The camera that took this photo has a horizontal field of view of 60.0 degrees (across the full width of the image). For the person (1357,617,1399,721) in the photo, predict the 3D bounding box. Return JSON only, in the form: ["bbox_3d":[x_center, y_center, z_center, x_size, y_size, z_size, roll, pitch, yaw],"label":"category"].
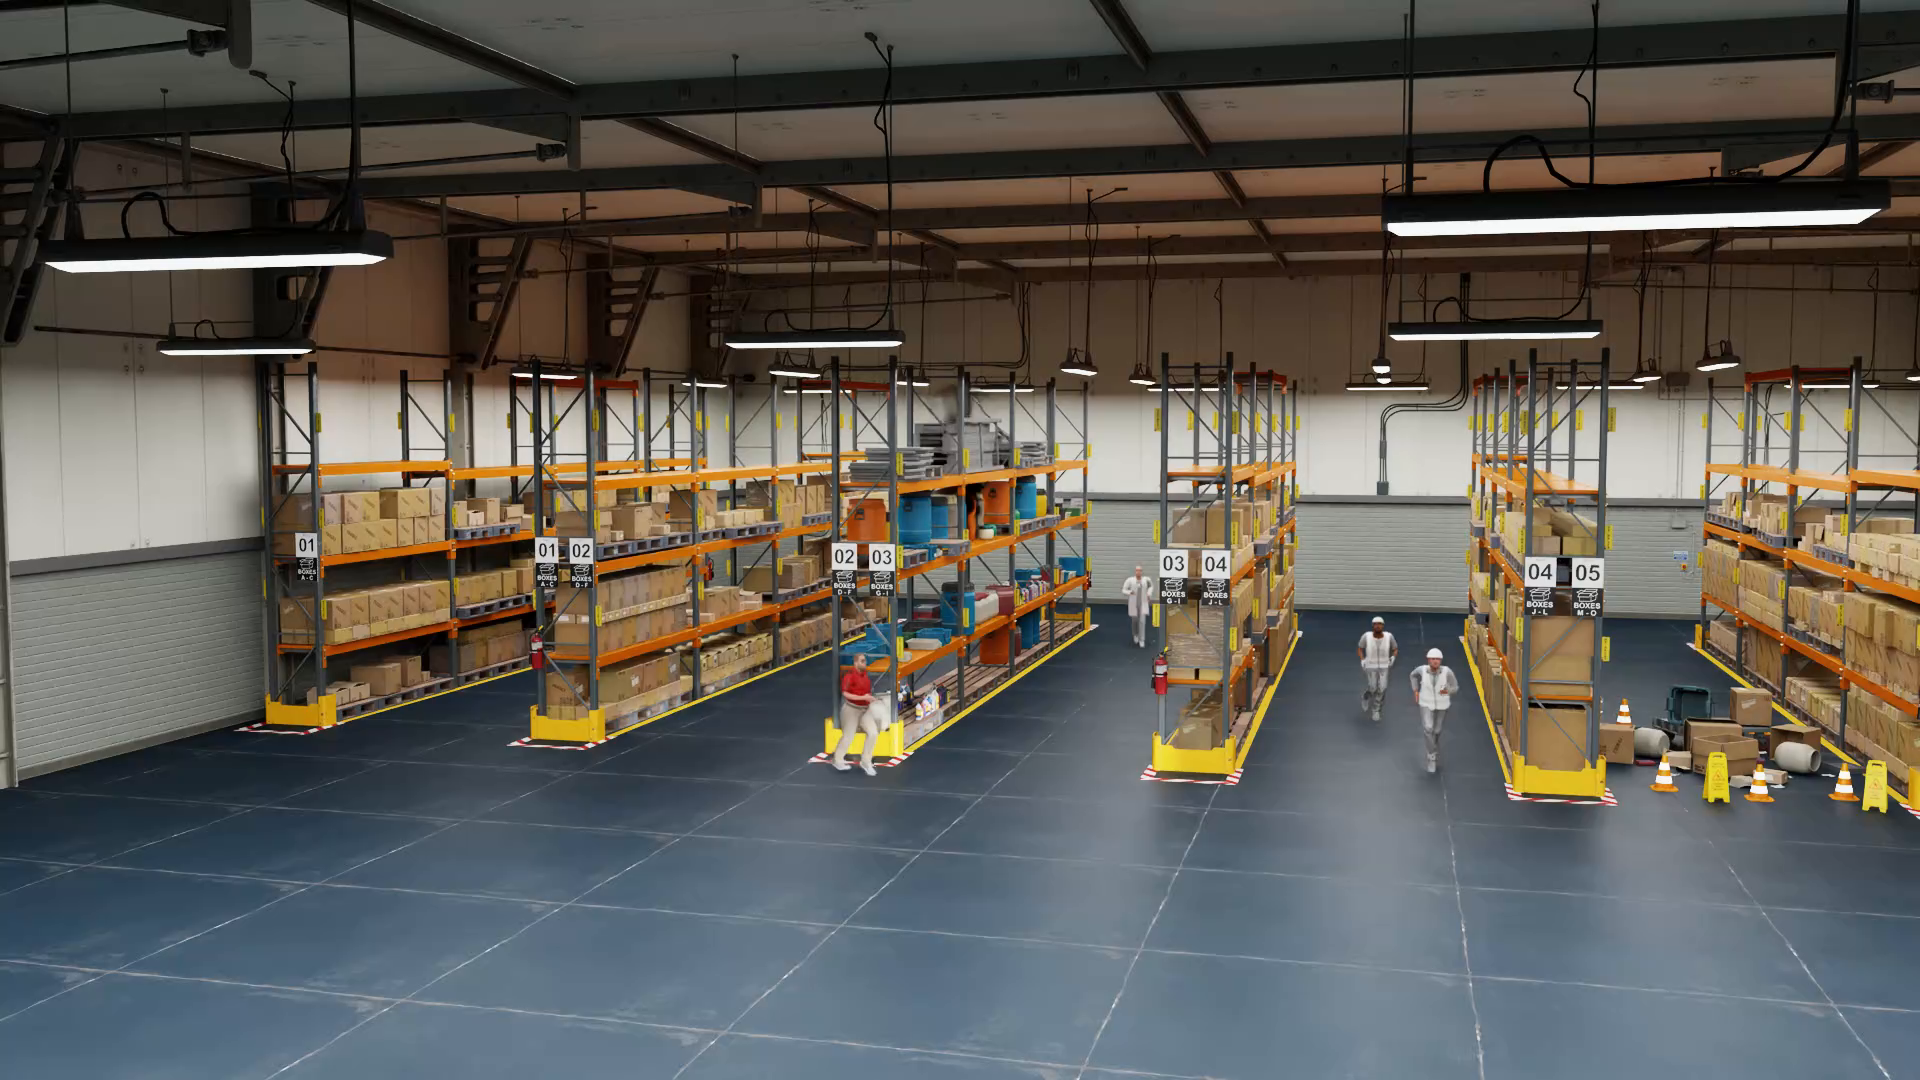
[{"bbox_3d":[7.060,2.163,28.055,0.671,1.749,0.588,0,4,7],"label":"person"}]

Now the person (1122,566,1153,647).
[{"bbox_3d":[3.988,1.464,37.236,0.710,1.771,1.034,0,4,3],"label":"person"}]

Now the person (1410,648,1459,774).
[{"bbox_3d":[6.895,2.436,24.204,0.658,1.787,1.016,1,4,8],"label":"person"}]

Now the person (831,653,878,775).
[{"bbox_3d":[-1.477,2.500,23.674,0.825,1.797,0.604,3,5,39],"label":"person"}]
